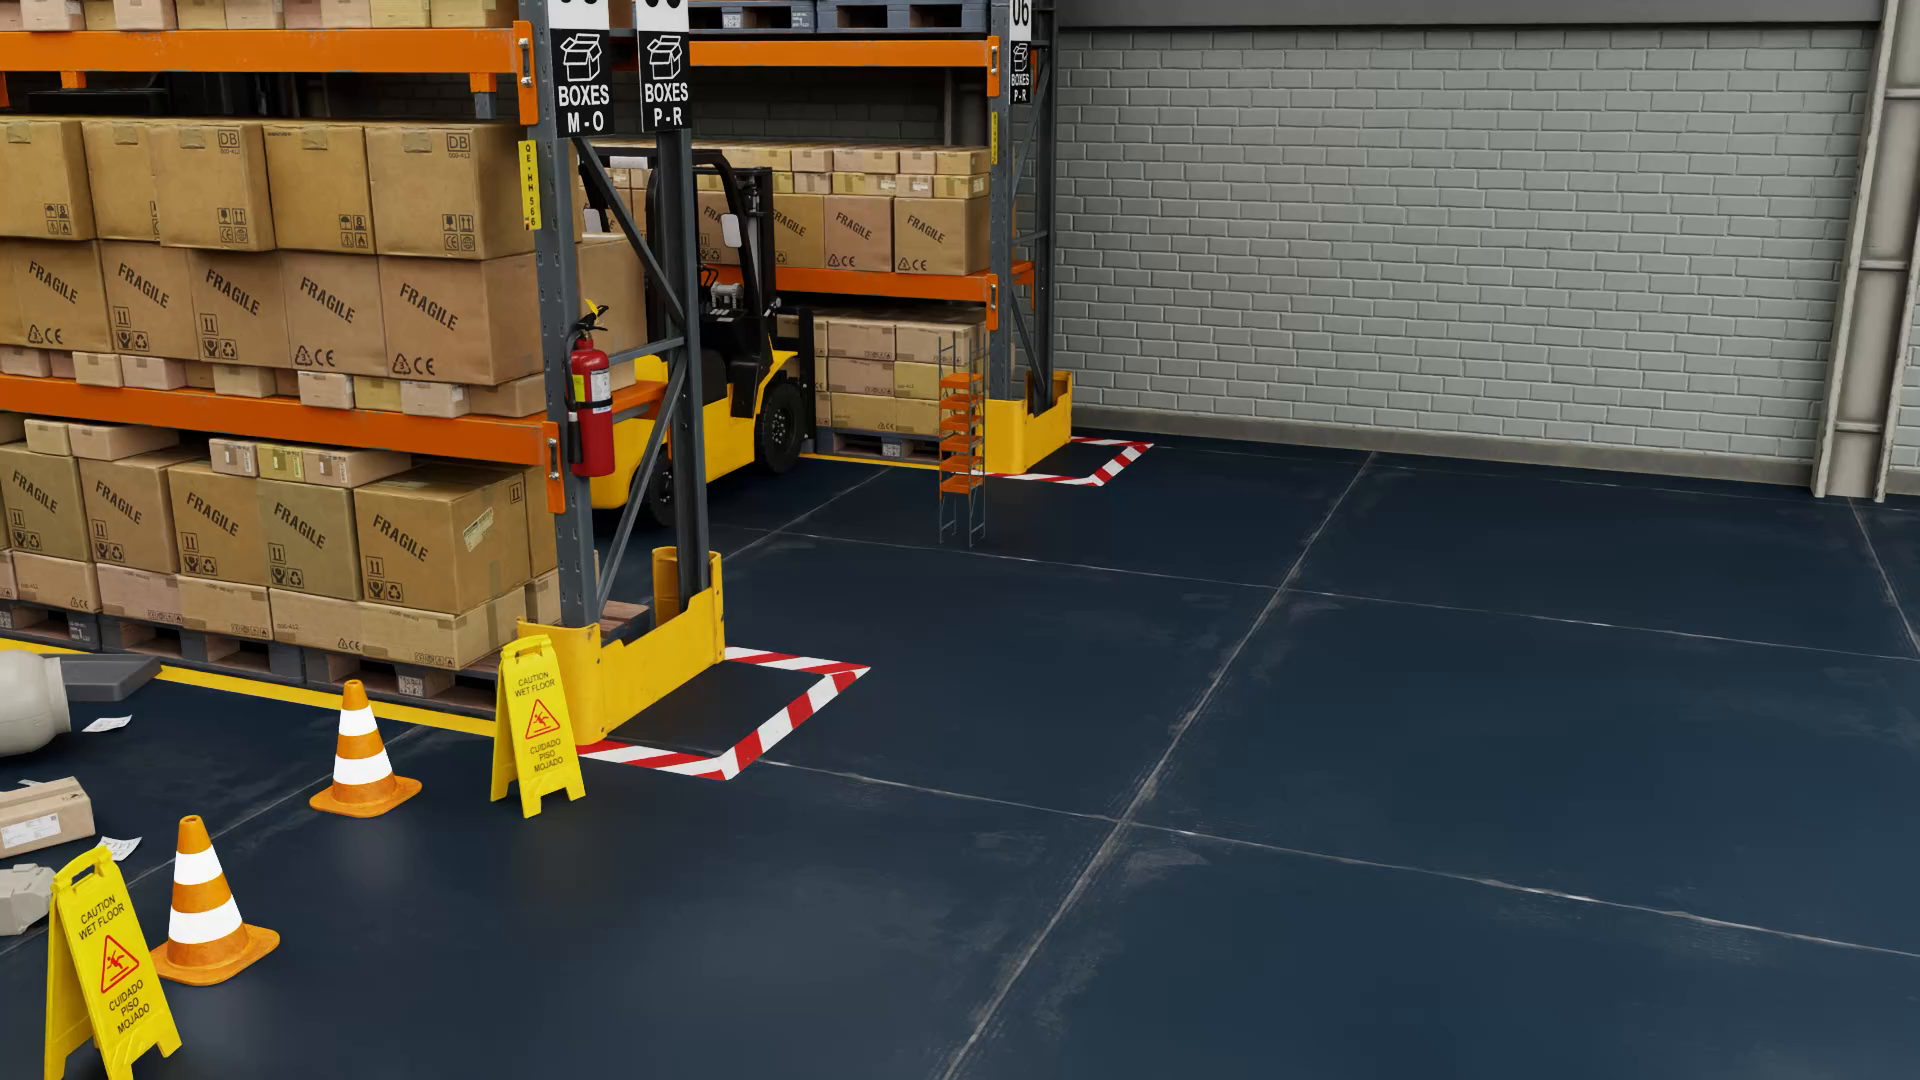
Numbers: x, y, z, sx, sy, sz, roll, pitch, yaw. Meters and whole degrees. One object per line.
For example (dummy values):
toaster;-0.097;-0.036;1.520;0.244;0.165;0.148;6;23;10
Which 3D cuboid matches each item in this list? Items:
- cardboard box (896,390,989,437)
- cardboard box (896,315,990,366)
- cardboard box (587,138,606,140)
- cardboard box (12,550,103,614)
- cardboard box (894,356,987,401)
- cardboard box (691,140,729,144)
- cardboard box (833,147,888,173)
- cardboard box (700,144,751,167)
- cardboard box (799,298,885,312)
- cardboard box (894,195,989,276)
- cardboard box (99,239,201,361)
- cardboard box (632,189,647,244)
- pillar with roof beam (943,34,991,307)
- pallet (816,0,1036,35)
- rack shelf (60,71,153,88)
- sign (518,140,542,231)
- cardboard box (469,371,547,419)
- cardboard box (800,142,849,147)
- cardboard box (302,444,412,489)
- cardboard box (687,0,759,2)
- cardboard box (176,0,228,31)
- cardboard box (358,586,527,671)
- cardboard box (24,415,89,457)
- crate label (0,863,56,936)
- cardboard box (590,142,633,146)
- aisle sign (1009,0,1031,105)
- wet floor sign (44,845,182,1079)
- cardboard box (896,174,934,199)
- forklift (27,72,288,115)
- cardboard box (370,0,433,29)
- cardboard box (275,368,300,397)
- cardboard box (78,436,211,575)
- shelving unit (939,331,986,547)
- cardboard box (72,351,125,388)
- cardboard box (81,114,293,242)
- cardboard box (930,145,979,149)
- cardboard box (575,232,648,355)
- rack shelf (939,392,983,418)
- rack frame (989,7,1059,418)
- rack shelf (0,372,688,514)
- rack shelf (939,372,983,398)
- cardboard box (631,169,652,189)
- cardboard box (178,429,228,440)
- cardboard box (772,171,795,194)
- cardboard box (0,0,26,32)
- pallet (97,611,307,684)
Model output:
cardboard box;-0.118;-0.893;11.548;0.500;0.250;0.500;6;17;21
cardboard box;-0.108;-1.373;11.409;0.500;0.250;0.500;7;18;22
cardboard box;-2.878;-3.003;12.761;0.250;0.149;0.380;6;17;21
cardboard box;-4.153;0.134;8.011;0.500;0.250;0.500;7;18;24
cardboard box;-0.133;-1.136;11.487;0.500;0.250;0.500;6;17;20
cardboard box;-1.919;-2.902;12.412;0.250;0.149;0.380;6;17;20
cardboard box;-0.674;-2.612;11.413;0.250;0.149;0.380;6;17;21
cardboard box;-1.633;-2.716;11.771;0.250;0.149;0.380;6;17;21
cardboard box;-0.870;-1.609;12.222;0.500;0.250;0.500;6;17;20
cardboard box;-0.119;-2.076;11.265;0.500;0.500;0.500;6;17;19
cardboard box;-3.382;-1.094;7.349;0.500;0.500;0.500;6;17;21
cardboard box;-2.007;-2.289;12.000;0.500;0.500;0.500;6;17;20
pillar with roof beam;-1.462;-4.115;7.708;0.400;9.000;9.100;6;17;21
pallet;-0.213;-3.523;11.206;1.213;0.211;1.003;6;17;21
rack shelf;-8.868;-4.164;14.546;4.000;0.370;1.077;6;17;21
sign;-1.605;-1.324;6.210;0.005;0.325;0.100;6;17;21
cardboard box;-1.809;-0.620;6.880;0.250;0.149;0.380;7;18;22
cardboard box;-0.968;-2.799;12.057;0.250;0.149;0.380;6;17;19
cardboard box;-2.590;-0.345;7.153;0.250;0.149;0.380;7;18;22
cardboard box;-1.513;-3.968;11.463;0.637;0.503;0.797;7;18;22
cardboard box;-2.998;-2.180;6.873;0.250;0.149;0.380;6;17;19
cardboard box;-2.256;0.346;7.282;0.500;0.250;0.500;6;17;20
cardboard box;-4.081;-0.509;7.717;0.250;0.149;0.380;7;18;23
crate label;-3.101;1.166;5.412;0.298;0.136;0.250;-2;16;-8
cardboard box;-2.582;-2.821;12.133;0.250;0.149;0.380;6;17;20
aisle sign;0.388;-3.211;10.692;0.004;0.787;0.394;6;17;21
wet floor sign;-2.352;1.156;4.533;0.232;0.644;0.267;3;17;11
cardboard box;-0.239;-2.386;11.171;0.250;0.149;0.380;7;17;22
forklift;-5.085;-1.816;10.673;3.031;2.935;1.130;1;16;3
cardboard box;-2.061;-2.059;6.455;0.250;0.149;0.380;6;17;21
cardboard box;-2.754;-0.730;7.259;0.250;0.149;0.380;7;17;21
cardboard box;-3.670;-0.173;7.722;0.500;0.500;0.500;7;18;24
shelving unit;0.013;-0.575;9.501;0.189;1.200;0.258;6;17;21
cardboard box;-3.742;-0.798;7.492;0.250;0.149;0.380;6;17;21
cardboard box;-3.331;-1.591;7.267;0.500;0.500;0.700;6;17;20
cardboard box;-0.023;-2.681;11.653;0.250;0.149;0.380;7;18;23
cardboard box;-1.722;-1.069;7.263;0.500;0.500;0.500;6;17;20
rack shelf;0.013;-0.763;9.447;0.180;0.103;0.258;6;17;21
rack frame;0.435;-2.046;11.340;0.127;3.000;1.000;6;17;21
rack shelf;-3.243;-0.617;7.709;4.000;0.370;1.077;6;17;21
rack shelf;0.013;-0.878;9.413;0.180;0.103;0.258;6;17;21
cardboard box;-2.146;-2.596;11.894;0.250;0.149;0.380;6;17;20
cardboard box;-3.506;-0.314;8.209;0.500;0.500;0.500;7;18;24
cardboard box;-1.193;-2.493;11.537;0.250;0.149;0.380;6;17;21
cardboard box;-3.947;-2.287;7.243;0.250;0.149;0.380;6;17;19
pallet;-3.327;0.356;8.069;1.213;0.211;1.003;6;17;21
